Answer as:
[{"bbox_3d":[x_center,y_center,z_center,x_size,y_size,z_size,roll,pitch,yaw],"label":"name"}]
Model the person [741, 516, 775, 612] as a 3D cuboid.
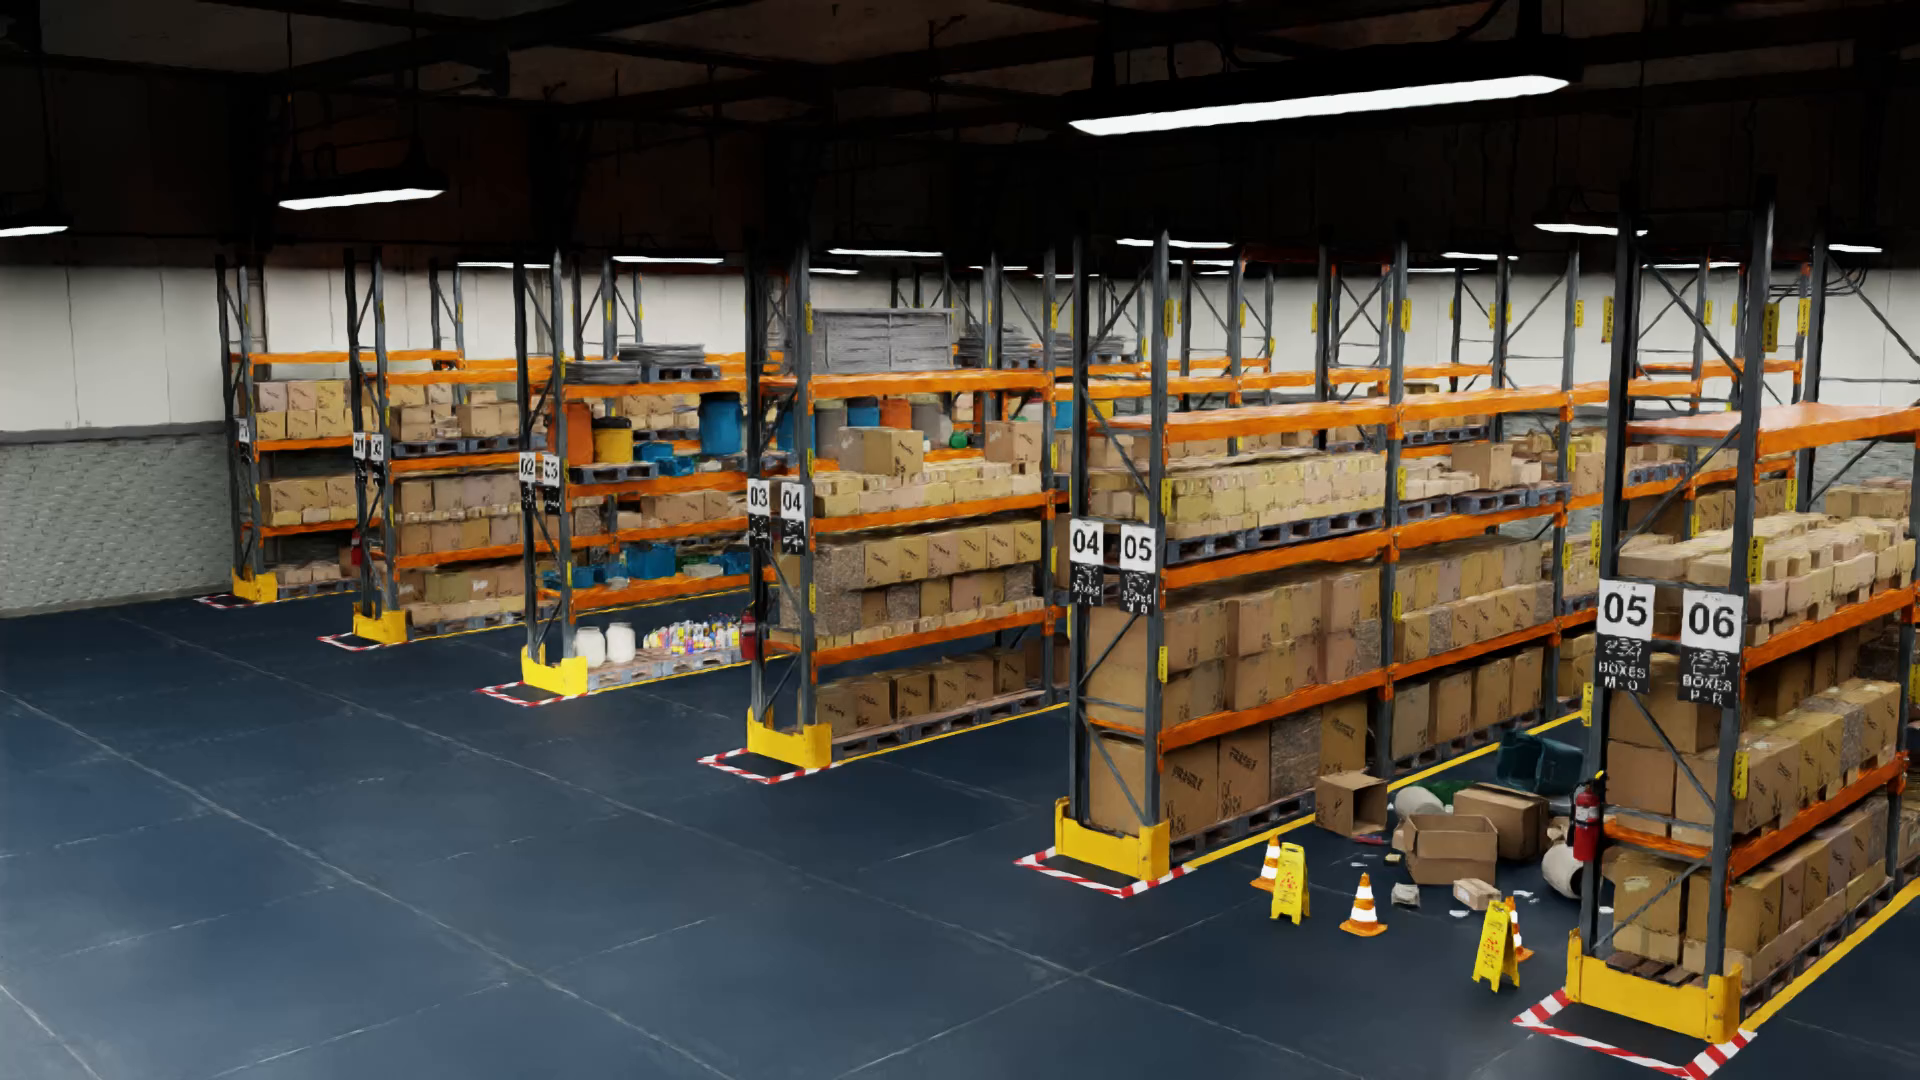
[{"bbox_3d":[-3.446,0.380,28.048,0.448,1.622,0.996,6,10,37],"label":"person"}]
